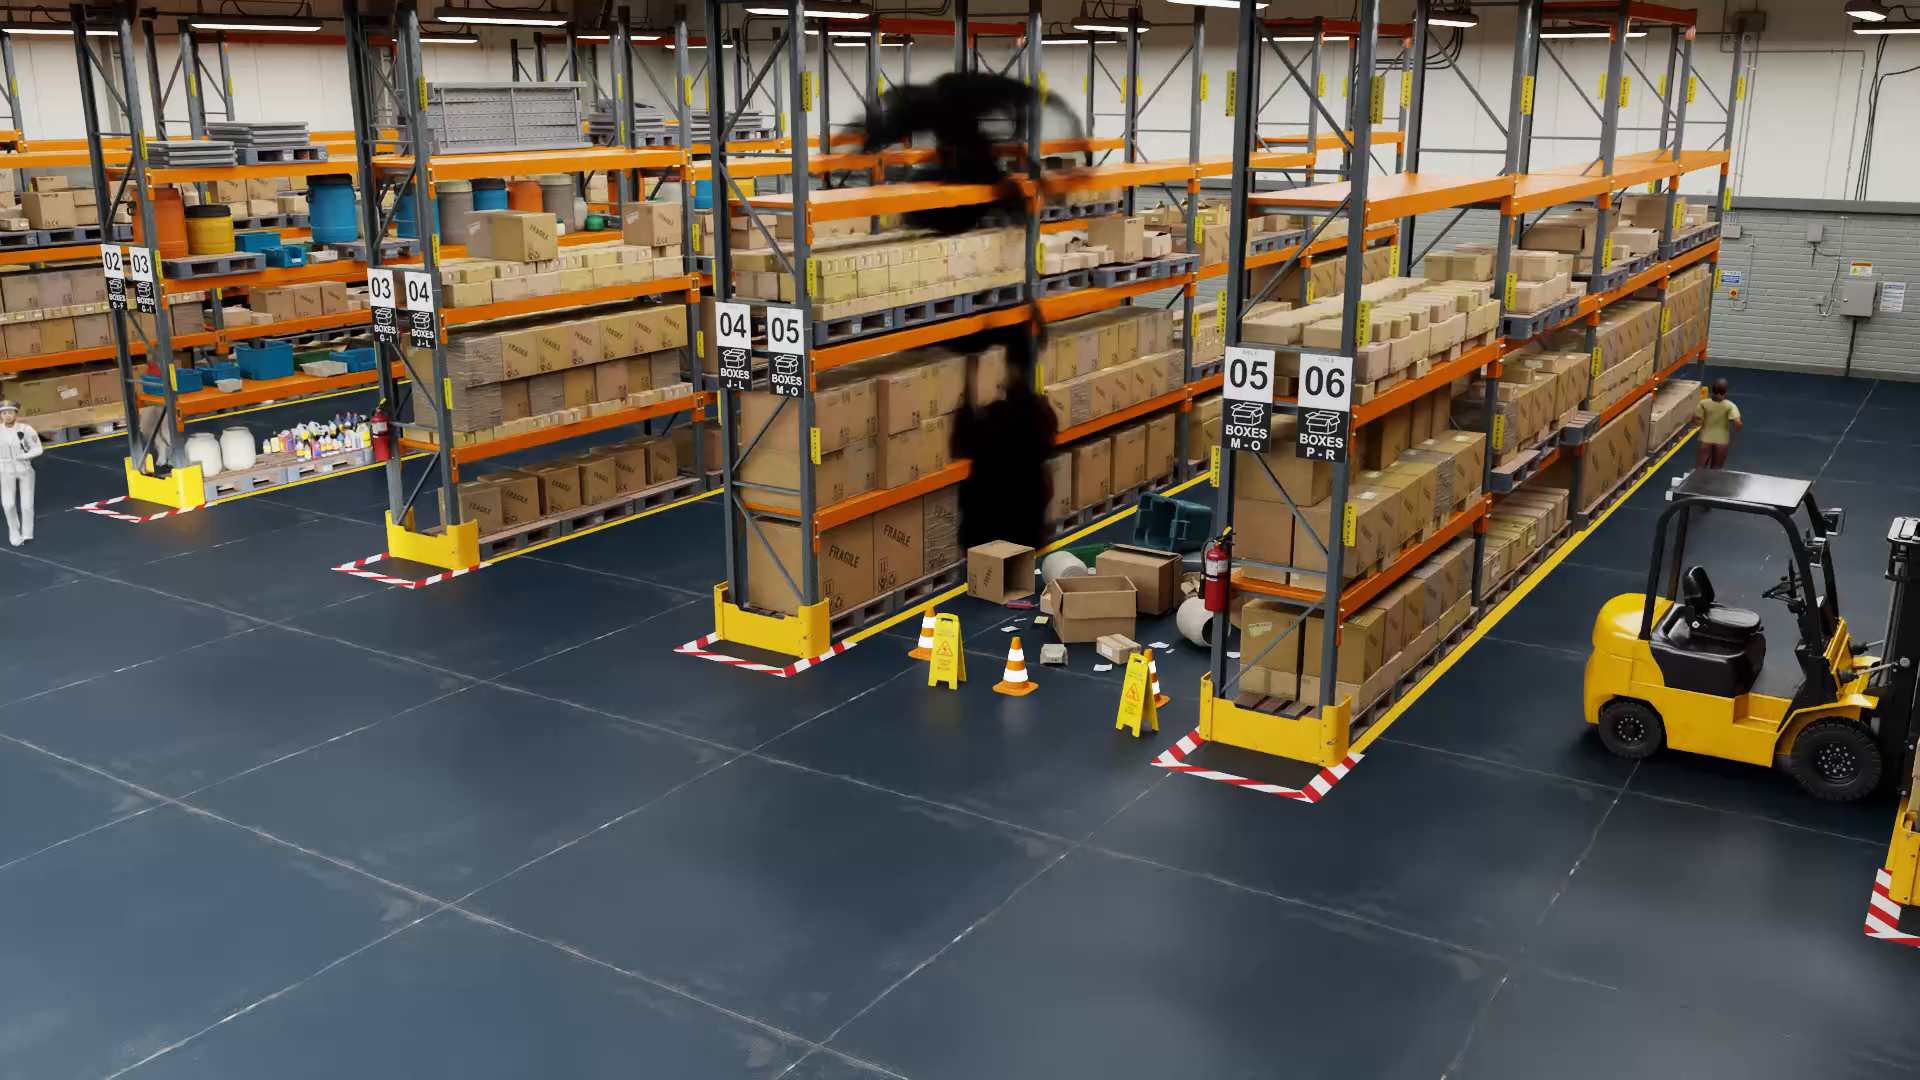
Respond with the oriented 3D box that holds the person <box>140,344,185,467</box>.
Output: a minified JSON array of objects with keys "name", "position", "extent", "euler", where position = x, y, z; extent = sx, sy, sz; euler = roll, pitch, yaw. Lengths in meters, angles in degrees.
[{"name":"person","position":[-10.845,-1.795,22.546],"extent":[0.661,1.729,0.678],"euler":[9,18,28]}]

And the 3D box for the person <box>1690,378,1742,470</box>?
[{"name":"person","position":[9.274,-1.191,20.458],"extent":[0.584,1.624,0.724],"euler":[8,18,27]}]

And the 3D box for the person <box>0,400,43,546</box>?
[{"name":"person","position":[-10.658,-0.762,18.801],"extent":[0.584,1.678,0.637],"euler":[-7,17,-22]}]
